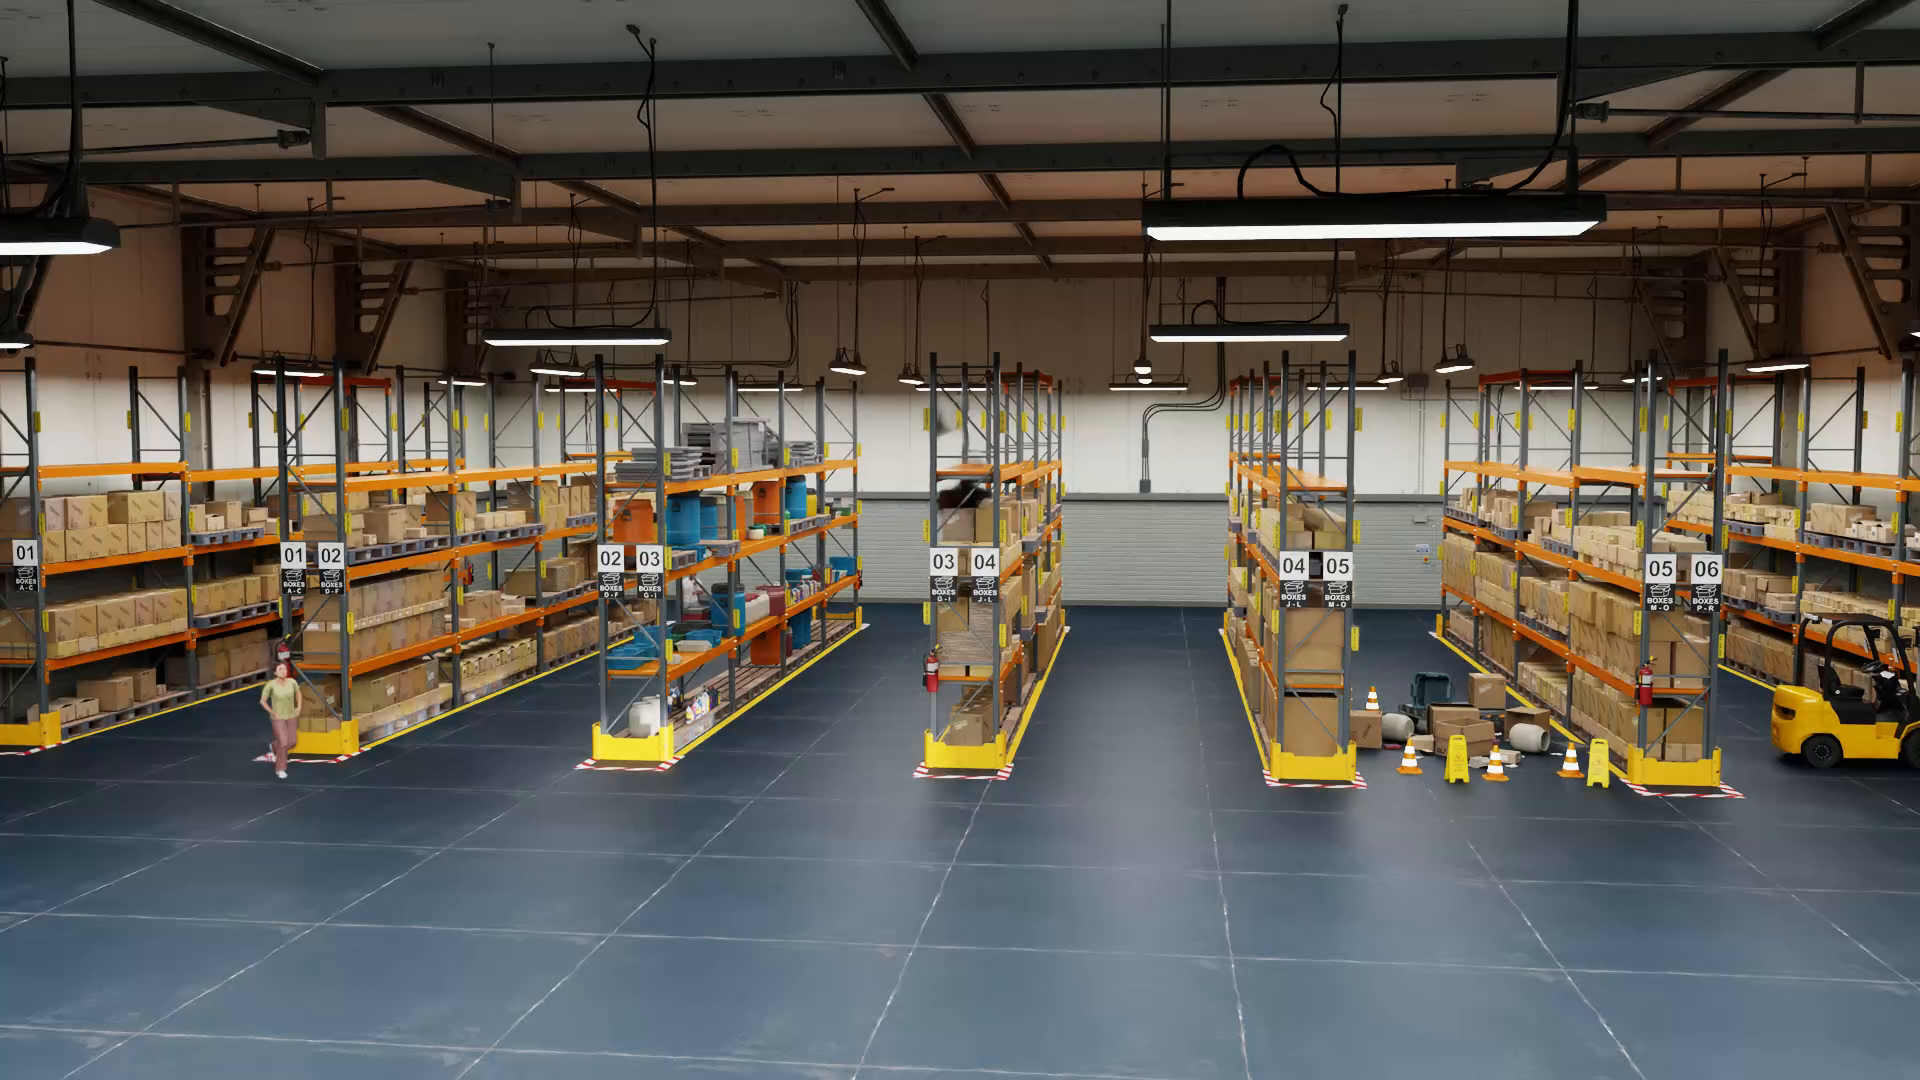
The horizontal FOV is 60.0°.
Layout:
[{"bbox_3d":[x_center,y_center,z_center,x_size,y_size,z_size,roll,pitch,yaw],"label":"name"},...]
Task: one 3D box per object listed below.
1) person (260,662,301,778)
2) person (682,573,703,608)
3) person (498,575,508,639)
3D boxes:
[{"bbox_3d":[-9.634,2.531,23.594,0.599,1.649,0.624,-4,6,-44],"label":"person"},{"bbox_3d":[-6.179,1.471,38.171,0.553,1.751,0.745,0,4,-7],"label":"person"},{"bbox_3d":[-9.904,1.578,36.848,0.706,1.731,1.037,0,4,5],"label":"person"}]
